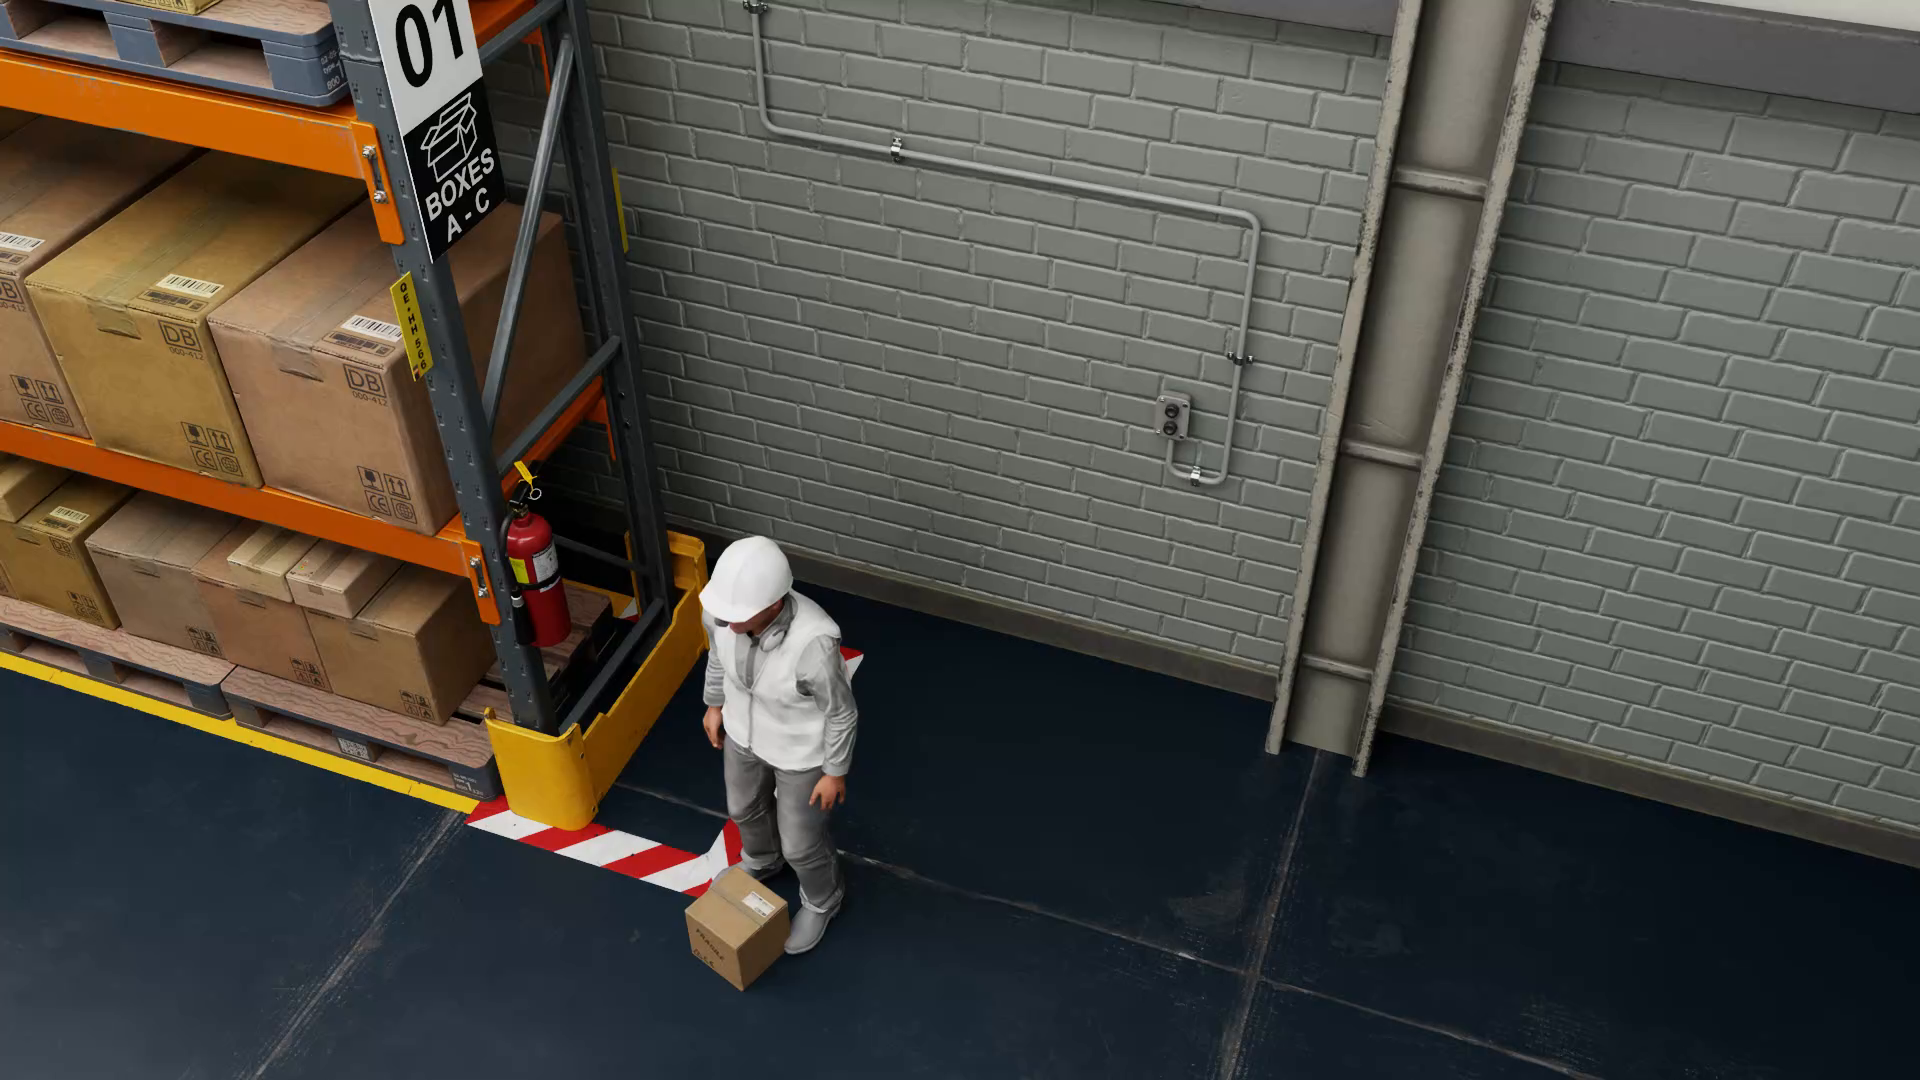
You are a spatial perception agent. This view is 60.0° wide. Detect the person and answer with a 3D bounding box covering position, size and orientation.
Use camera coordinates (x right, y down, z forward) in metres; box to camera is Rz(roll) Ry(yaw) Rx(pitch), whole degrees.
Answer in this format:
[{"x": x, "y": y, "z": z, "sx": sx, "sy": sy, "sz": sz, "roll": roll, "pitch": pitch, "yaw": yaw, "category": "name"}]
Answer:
[{"x": -0.592, "y": 0.642, "z": 5.405, "sx": 0.594, "sy": 1.771, "sz": 0.462, "roll": 27, "pitch": 48, "yaw": 27, "category": "person"}]
